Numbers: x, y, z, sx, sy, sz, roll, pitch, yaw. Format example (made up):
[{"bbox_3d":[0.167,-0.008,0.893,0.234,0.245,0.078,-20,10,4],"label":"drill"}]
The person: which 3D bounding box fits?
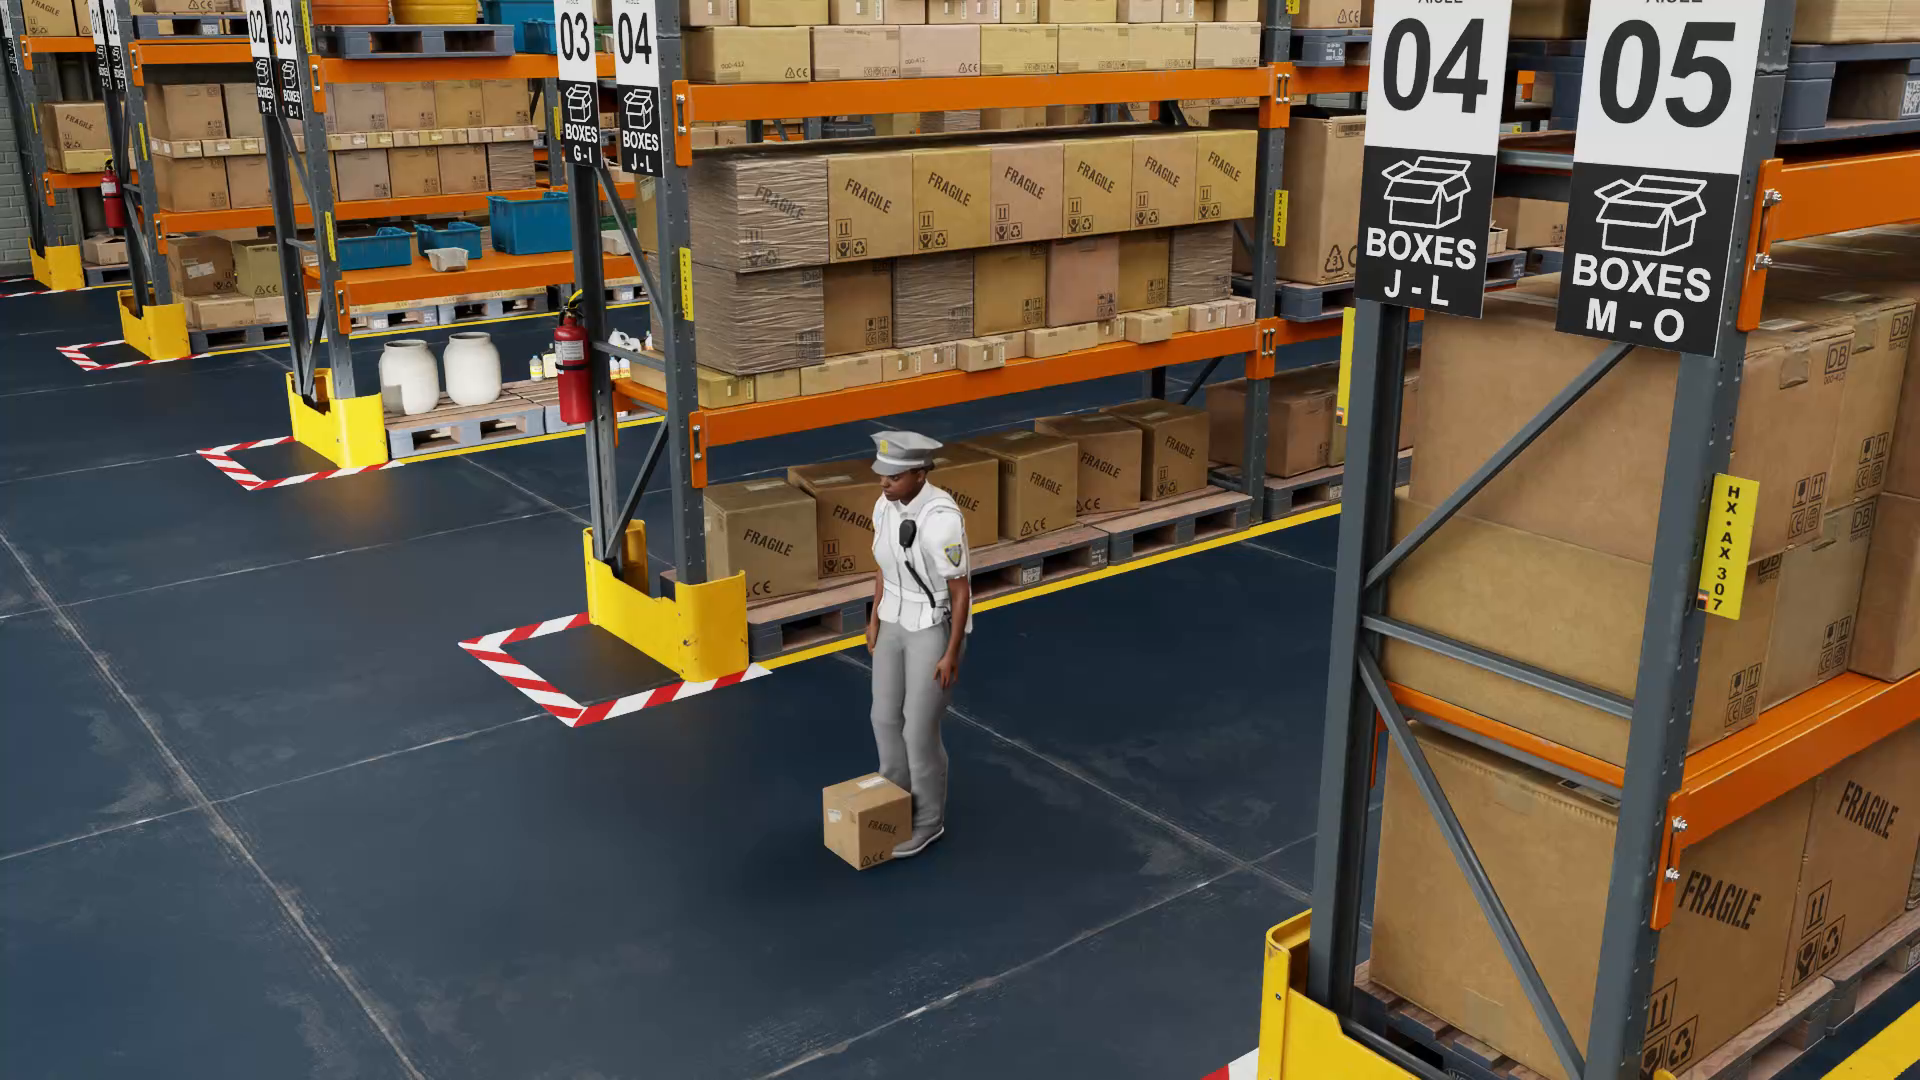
[{"bbox_3d":[-0.191,0.376,6.386,0.428,1.658,0.528,-15,23,-39],"label":"person"}]
